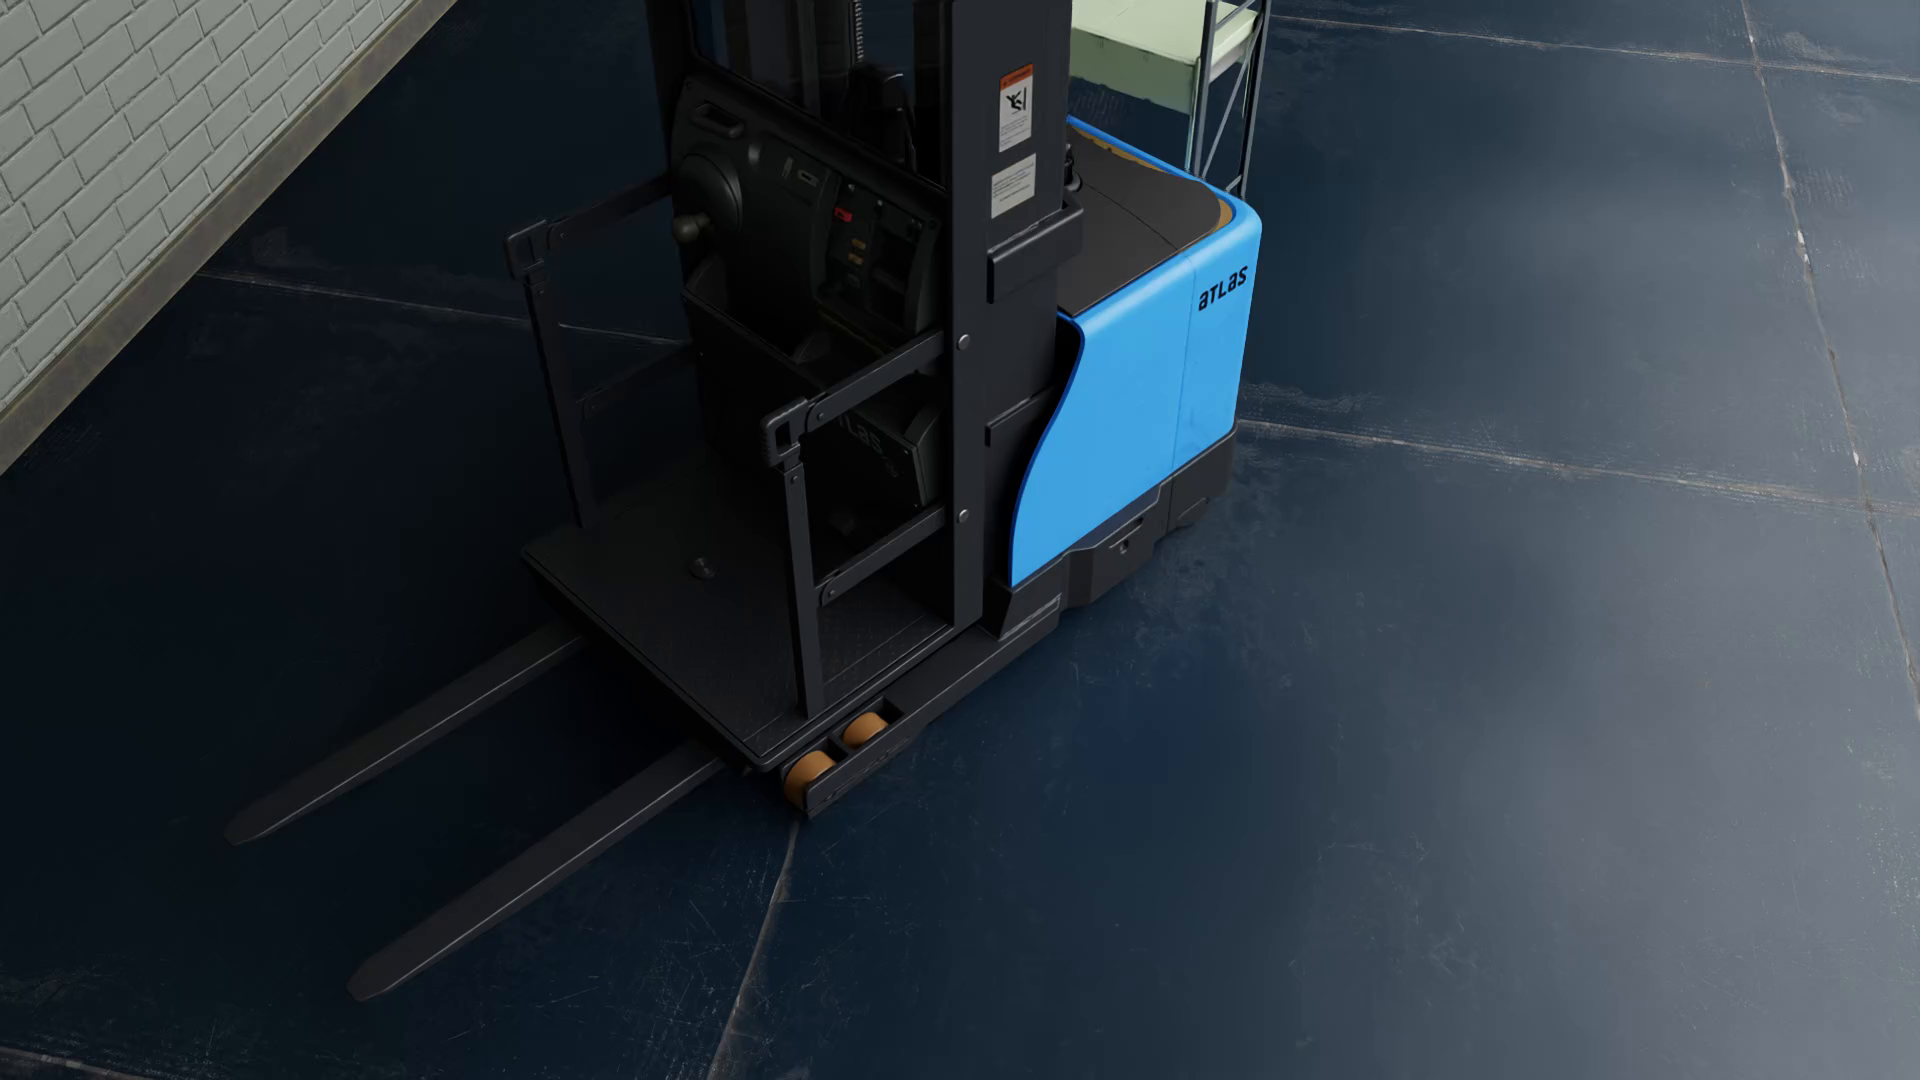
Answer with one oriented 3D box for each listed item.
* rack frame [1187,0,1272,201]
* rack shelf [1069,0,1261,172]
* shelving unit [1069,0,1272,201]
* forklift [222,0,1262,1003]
[{"bbox_3d":[0.812,-1.078,5.288,0.023,1.500,0.400,26,50,24],"label":"rack frame"},{"bbox_3d":[0.512,-1.504,5.168,0.720,0.370,0.431,26,50,24],"label":"rack shelf"},{"bbox_3d":[0.512,-1.223,5.439,0.755,1.500,0.431,26,50,24],"label":"shelving unit"},{"bbox_3d":[-0.537,-0.731,3.896,3.031,2.935,1.130,-34,53,-30],"label":"forklift"}]
